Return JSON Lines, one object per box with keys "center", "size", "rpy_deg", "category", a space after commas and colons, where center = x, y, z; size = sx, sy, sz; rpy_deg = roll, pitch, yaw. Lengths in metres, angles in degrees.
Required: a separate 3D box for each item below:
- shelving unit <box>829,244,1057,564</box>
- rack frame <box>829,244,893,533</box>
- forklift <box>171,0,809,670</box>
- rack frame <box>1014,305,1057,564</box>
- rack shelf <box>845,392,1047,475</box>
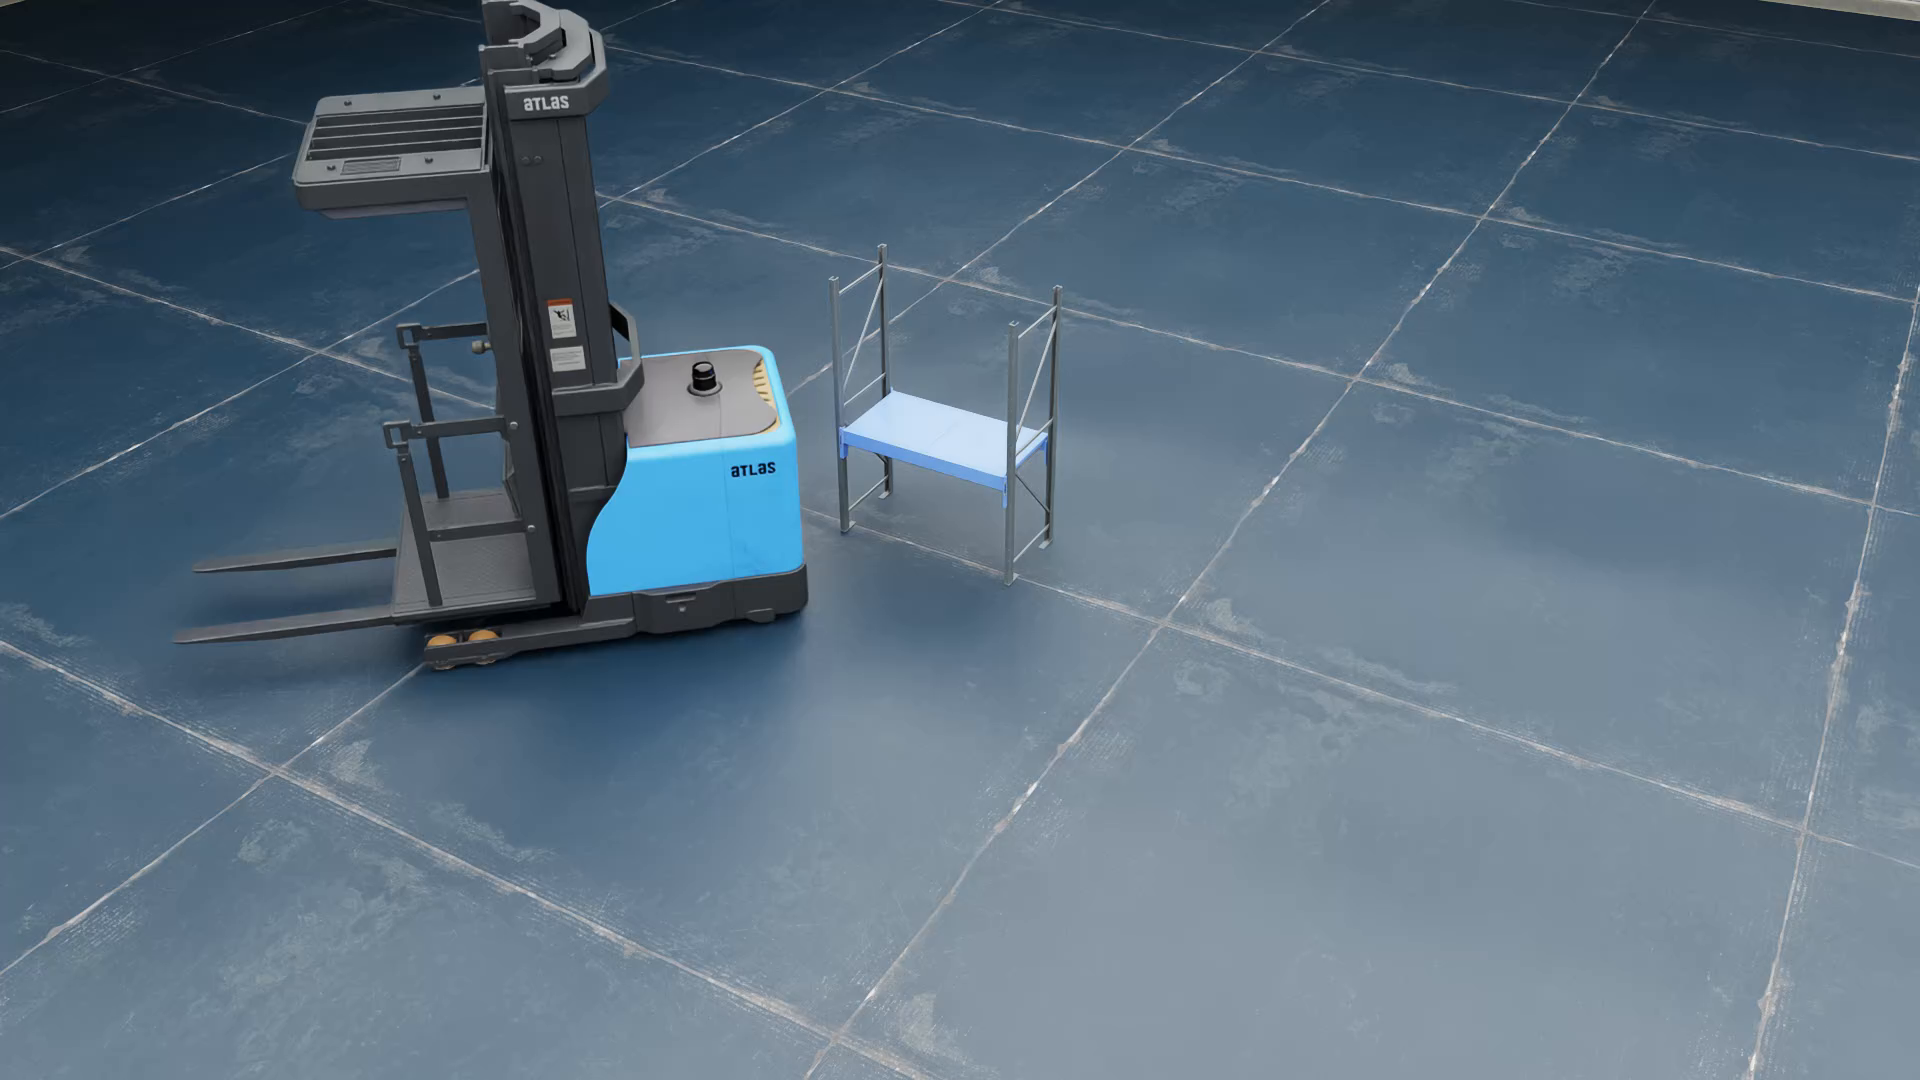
{"center": [-0.078, -0.649, 8.642], "size": [1.039, 1.500, 0.500], "rpy_deg": [18, 37, 24], "category": "shelving unit"}
{"center": [-0.515, -0.788, 8.850], "size": [0.032, 1.500, 0.500], "rpy_deg": [18, 37, 24], "category": "rack frame"}
{"center": [-2.340, -0.912, 7.746], "size": [3.031, 2.935, 1.130], "rpy_deg": [-7, 34, -10], "category": "forklift"}
{"center": [0.366, -0.507, 8.429], "size": [0.013, 1.308, 0.475], "rpy_deg": [18, 37, 24], "category": "rack frame"}
{"center": [-0.074, -0.554, 8.703], "size": [0.952, 0.026, 0.459], "rpy_deg": [18, 37, 24], "category": "rack shelf"}
